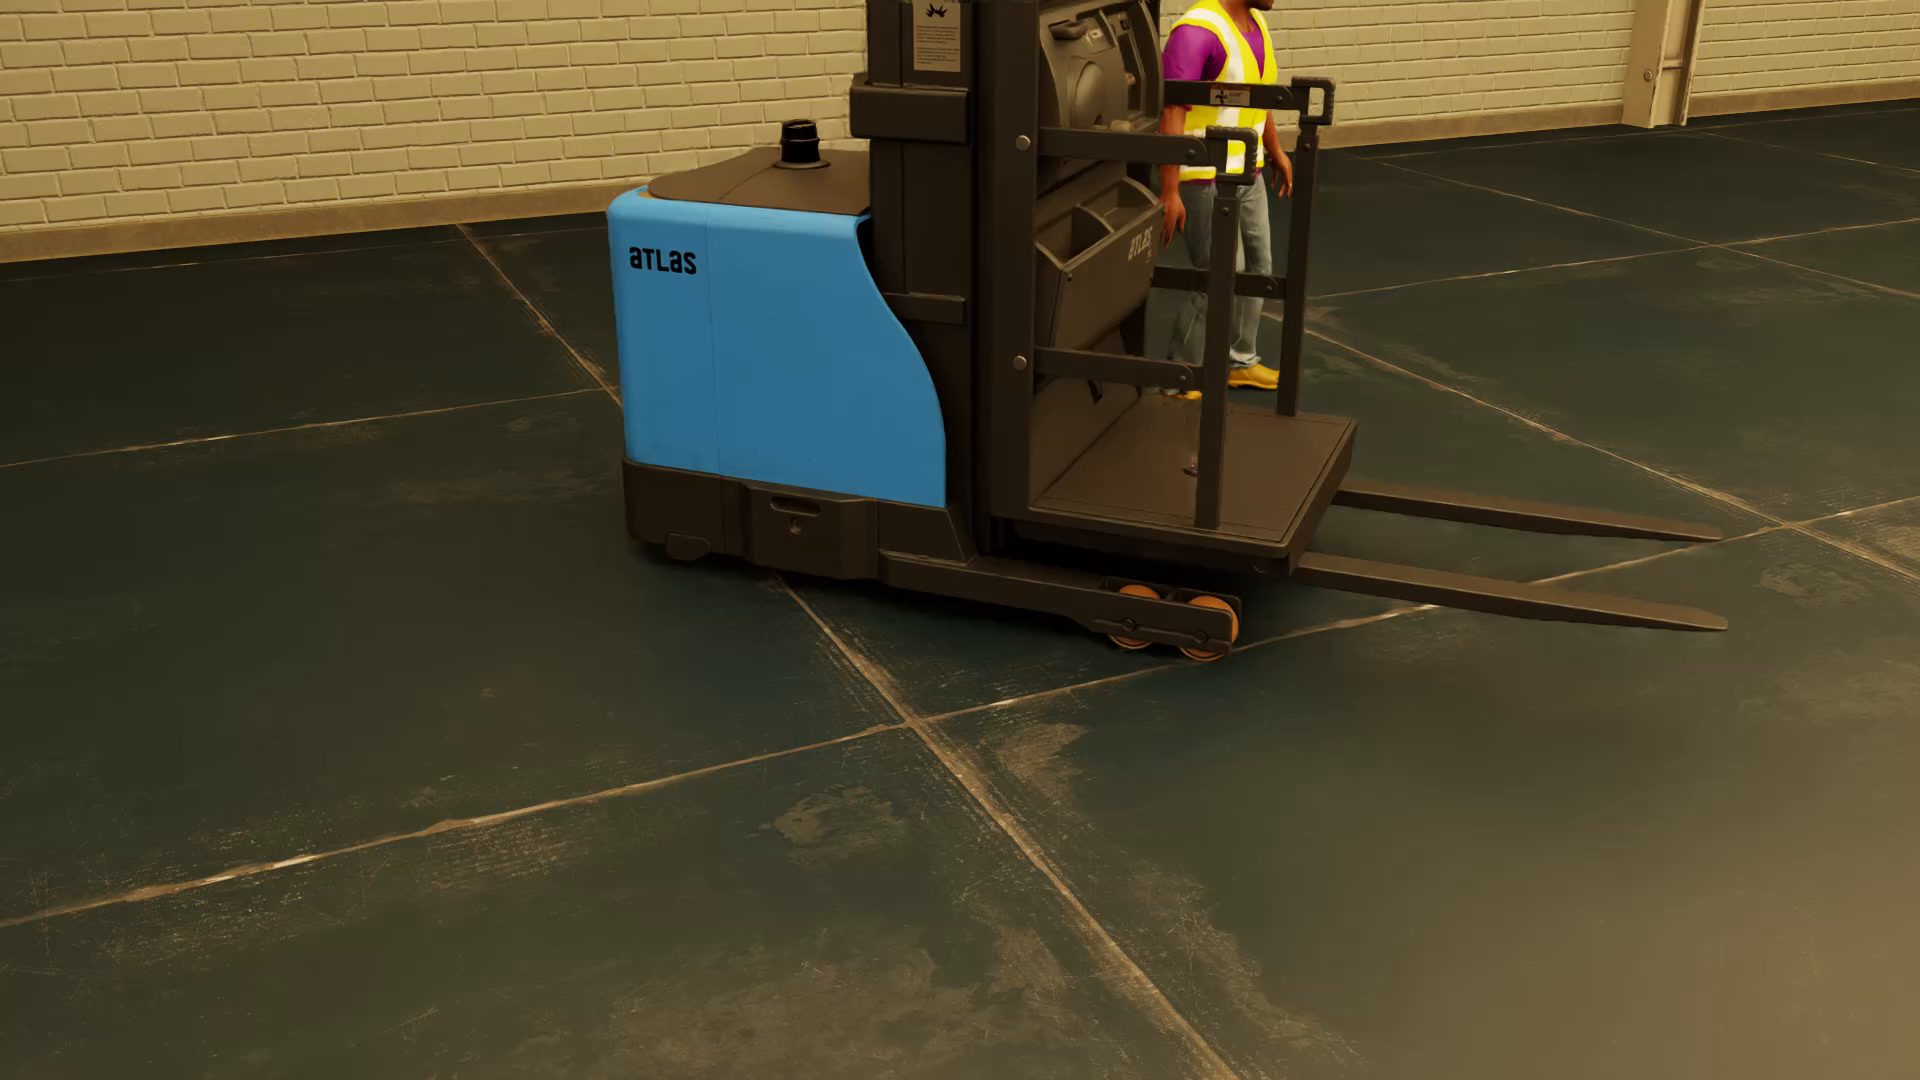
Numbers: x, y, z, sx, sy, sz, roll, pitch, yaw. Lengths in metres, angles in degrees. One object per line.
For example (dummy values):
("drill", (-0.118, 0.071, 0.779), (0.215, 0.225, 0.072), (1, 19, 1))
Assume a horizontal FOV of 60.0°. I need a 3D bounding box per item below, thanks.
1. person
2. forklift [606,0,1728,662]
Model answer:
("person", (0.970, -1.320, 6.017), (0.415, 1.740, 0.816), (13, 26, 29))
("forklift", (0.569, -1.268, 4.338), (3.031, 2.935, 1.130), (9, 24, 20))
